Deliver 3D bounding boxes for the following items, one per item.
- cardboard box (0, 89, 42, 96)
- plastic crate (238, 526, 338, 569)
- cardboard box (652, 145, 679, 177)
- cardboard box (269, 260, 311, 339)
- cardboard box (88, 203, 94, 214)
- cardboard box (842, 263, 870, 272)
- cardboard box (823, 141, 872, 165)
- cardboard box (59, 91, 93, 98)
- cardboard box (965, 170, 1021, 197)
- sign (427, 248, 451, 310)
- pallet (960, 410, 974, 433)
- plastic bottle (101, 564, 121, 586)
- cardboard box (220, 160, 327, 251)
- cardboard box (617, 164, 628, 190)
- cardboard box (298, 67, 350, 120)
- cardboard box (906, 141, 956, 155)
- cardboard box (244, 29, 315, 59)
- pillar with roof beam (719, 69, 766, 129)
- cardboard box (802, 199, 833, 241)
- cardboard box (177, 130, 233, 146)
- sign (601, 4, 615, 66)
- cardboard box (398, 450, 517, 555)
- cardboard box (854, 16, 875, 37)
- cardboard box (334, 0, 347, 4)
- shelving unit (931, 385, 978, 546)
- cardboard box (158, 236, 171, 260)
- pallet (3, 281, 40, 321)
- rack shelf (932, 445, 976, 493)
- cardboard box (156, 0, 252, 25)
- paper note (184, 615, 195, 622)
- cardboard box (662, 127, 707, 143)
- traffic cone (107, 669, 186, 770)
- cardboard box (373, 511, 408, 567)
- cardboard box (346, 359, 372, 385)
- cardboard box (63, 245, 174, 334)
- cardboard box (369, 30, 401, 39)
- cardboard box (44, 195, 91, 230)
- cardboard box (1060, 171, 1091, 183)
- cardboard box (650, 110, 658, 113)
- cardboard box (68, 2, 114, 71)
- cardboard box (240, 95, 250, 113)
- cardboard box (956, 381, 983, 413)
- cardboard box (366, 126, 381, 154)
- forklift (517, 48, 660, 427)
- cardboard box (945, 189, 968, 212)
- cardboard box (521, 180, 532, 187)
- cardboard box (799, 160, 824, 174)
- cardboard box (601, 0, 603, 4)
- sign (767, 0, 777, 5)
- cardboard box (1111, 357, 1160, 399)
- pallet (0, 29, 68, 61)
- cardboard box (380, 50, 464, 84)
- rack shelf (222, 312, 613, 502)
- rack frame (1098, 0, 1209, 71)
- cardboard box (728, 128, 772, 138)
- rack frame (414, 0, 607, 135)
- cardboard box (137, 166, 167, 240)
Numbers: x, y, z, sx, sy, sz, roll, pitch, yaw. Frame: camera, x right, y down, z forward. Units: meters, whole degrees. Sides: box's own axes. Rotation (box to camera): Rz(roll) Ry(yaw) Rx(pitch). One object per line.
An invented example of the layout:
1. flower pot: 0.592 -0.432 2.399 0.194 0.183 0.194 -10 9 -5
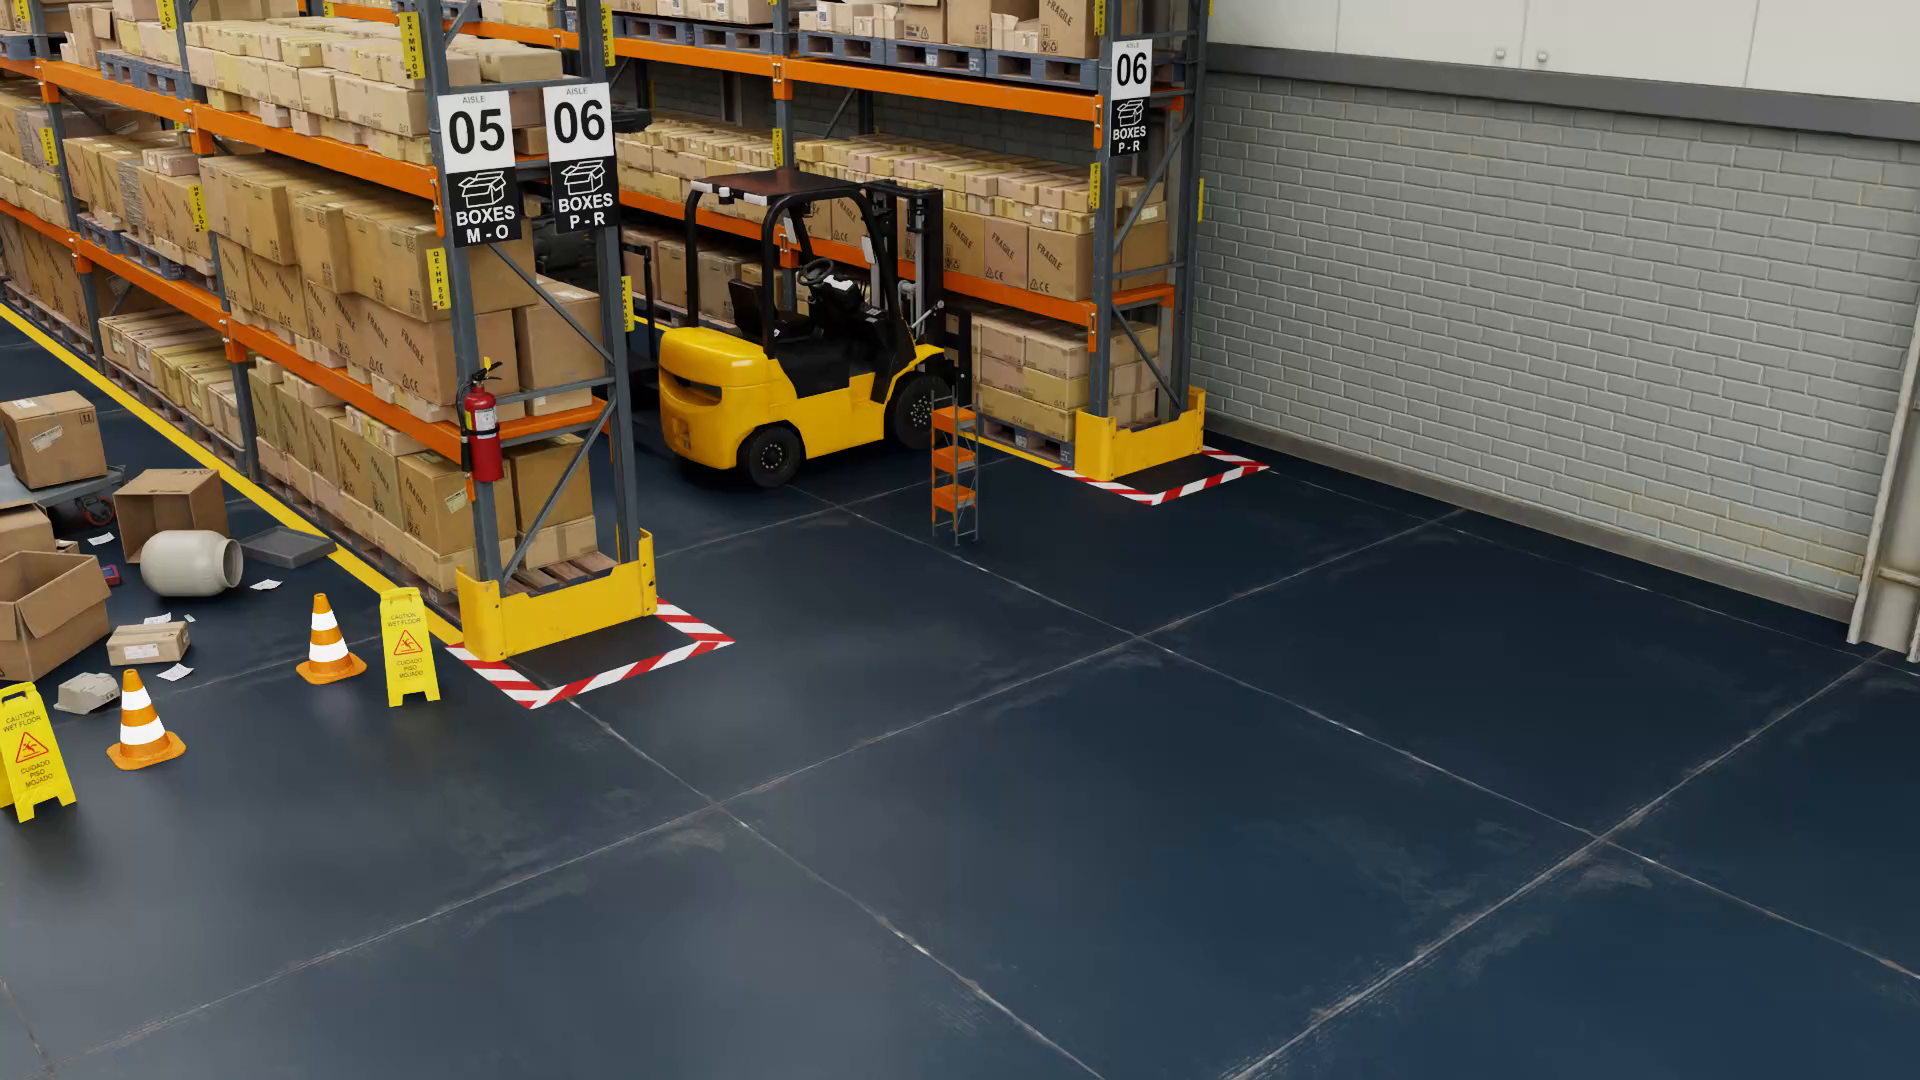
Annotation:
1. cardboard box: -9.448 -4.205 16.600 0.500 0.500 0.500 -18 28 -39
2. plastic crate: -4.571 0.042 11.266 0.583 0.080 0.402 12 24 27
3. cardboard box: -2.716 -3.793 16.576 0.500 0.250 0.500 -17 27 -37
4. cardboard box: -4.235 -1.668 11.085 0.500 0.500 0.500 -18 28 -38
5. cardboard box: -7.514 -2.996 14.788 0.380 0.149 0.250 -19 29 -40
6. cardboard box: -0.749 -2.420 15.372 0.500 0.250 0.500 -17 27 -36
7. cardboard box: -0.980 -3.410 14.644 0.380 0.149 0.250 -17 27 -37
8. cardboard box: -8.706 -4.179 16.533 0.500 0.500 0.500 -17 27 -37
9. cardboard box: 0.265 -2.818 13.132 0.380 0.149 0.250 -17 27 -36
10. sign: -2.797 -1.401 8.926 0.100 0.325 0.005 -17 27 -37
11. pallet: 0.072 -1.263 14.420 1.003 0.211 1.213 -17 27 -37
12. plastic bottle: -5.553 0.225 10.825 0.133 0.061 0.283 -12 25 -28
13. cardboard box: -4.534 -2.277 11.269 0.700 0.500 0.500 -17 27 -37
14. cardboard box: -3.398 -3.843 17.389 0.500 0.250 0.500 -18 28 -39
15. cardboard box: -3.571 -2.665 9.860 0.500 0.250 0.500 -17 27 -36
16. cardboard box: -0.253 -3.396 14.607 0.380 0.149 0.250 -18 28 -38
17. cardboard box: -4.307 -3.157 10.569 0.380 0.149 0.250 -19 28 -39
18. pillar with roof beam: -5.555 -5.857 14.098 9.100 9.000 0.400 -17 27 -37
19. cardboard box: -1.124 -2.990 14.869 0.500 0.500 0.500 -18 28 -39
20. cardboard box: -6.304 -3.349 13.911 0.380 0.149 0.250 -19 28 -40
21. sign: -1.952 -2.774 9.141 0.100 0.325 0.005 -17 27 -37
22. cardboard box: -3.084 -0.265 10.213 0.500 0.500 0.500 -17 27 -37
23. cardboard box: -0.652 -4.242 13.720 0.380 0.149 0.250 -16 27 -36
24. cardboard box: -7.924 -7.066 21.643 0.380 0.149 0.250 -17 27 -36
25. shelving unit: -0.035 -0.504 11.330 0.215 1.050 0.252 -17 27 -37
26. cardboard box: -6.042 -2.310 13.038 0.380 0.149 0.250 -17 27 -37
27. pallet: -9.635 -2.663 17.993 1.003 0.211 1.213 -17 27 -37
28. rack shelf: -0.035 -0.494 11.334 0.215 0.259 0.240 -17 27 -37
29. cardboard box: -5.449 -3.831 11.983 0.500 0.250 0.500 -17 27 -36
30. paper note: -4.746 0.481 10.241 0.032 0.001 0.123 -17 27 -37
31. cardboard box: -2.749 -4.021 16.611 0.380 0.149 0.250 -17 27 -37
32. traffic cone: -4.240 0.887 8.585 0.336 0.463 0.334 -17 27 -37
33. cardboard box: -3.427 -0.060 10.720 0.500 0.250 0.500 -17 27 -37
34. cardboard box: -3.657 -1.113 10.557 0.380 0.149 0.250 -18 28 -38
35. cardboard box: -7.973 -2.468 16.010 0.875 0.875 0.875 -18 28 -38
36. cardboard box: -3.518 -3.156 10.566 0.380 0.149 0.250 -17 27 -37
37. cardboard box: -8.112 -3.059 15.387 0.500 0.250 0.500 -19 28 -39
38. cardboard box: 1.009 -2.804 13.096 0.380 0.149 0.250 -17 27 -36
39. cardboard box: -3.462 -4.541 17.938 0.380 0.149 0.250 -16 27 -36
40. cardboard box: -6.974 -4.230 13.921 0.700 0.500 0.500 -17 27 -37
41. cardboard box: -4.582 -2.953 11.143 0.380 0.149 0.250 -17 27 -37
42. cardboard box: 0.212 -1.273 13.817 0.500 0.250 0.500 -17 27 -37
43. cardboard box: -3.143 -2.295 9.462 0.380 0.149 0.250 -16 27 -36
44. forklift: -3.221 -2.558 13.995 1.130 2.935 3.031 -18 27 -38
45. cardboard box: 0.100 -2.750 13.365 0.380 0.149 0.250 -17 27 -37
46. cardboard box: -5.313 -4.350 20.439 0.380 0.149 0.250 -17 27 -36
47. cardboard box: -1.207 -3.327 14.838 0.380 0.149 0.250 -18 28 -38
48. cardboard box: -3.539 -5.661 16.861 0.500 0.500 0.500 -17 27 -37
49. sign: -1.621 -4.781 14.324 0.100 0.325 0.005 -17 27 -37
50. cardboard box: 1.245 -1.351 13.329 0.500 0.250 0.500 -17 27 -36
51. pallet: -8.046 -4.525 15.070 1.213 0.211 1.003 -16 26 -35
52. cardboard box: -2.947 -2.595 9.136 0.380 0.149 0.250 -17 27 -37
53. rack shelf: -3.669 -1.058 11.060 1.077 0.370 4.000 -17 27 -37
54. rack frame: 1.395 -4.817 11.443 1.000 3.000 0.127 -17 27 -37
55. cardboard box: -2.075 -3.990 16.532 0.380 0.149 0.250 -18 27 -38
56. rack frame: -2.363 -3.634 8.424 1.000 3.000 0.127 -17 27 -37
57. cardboard box: -6.106 -2.680 13.093 0.500 0.500 0.500 -16 27 -36
